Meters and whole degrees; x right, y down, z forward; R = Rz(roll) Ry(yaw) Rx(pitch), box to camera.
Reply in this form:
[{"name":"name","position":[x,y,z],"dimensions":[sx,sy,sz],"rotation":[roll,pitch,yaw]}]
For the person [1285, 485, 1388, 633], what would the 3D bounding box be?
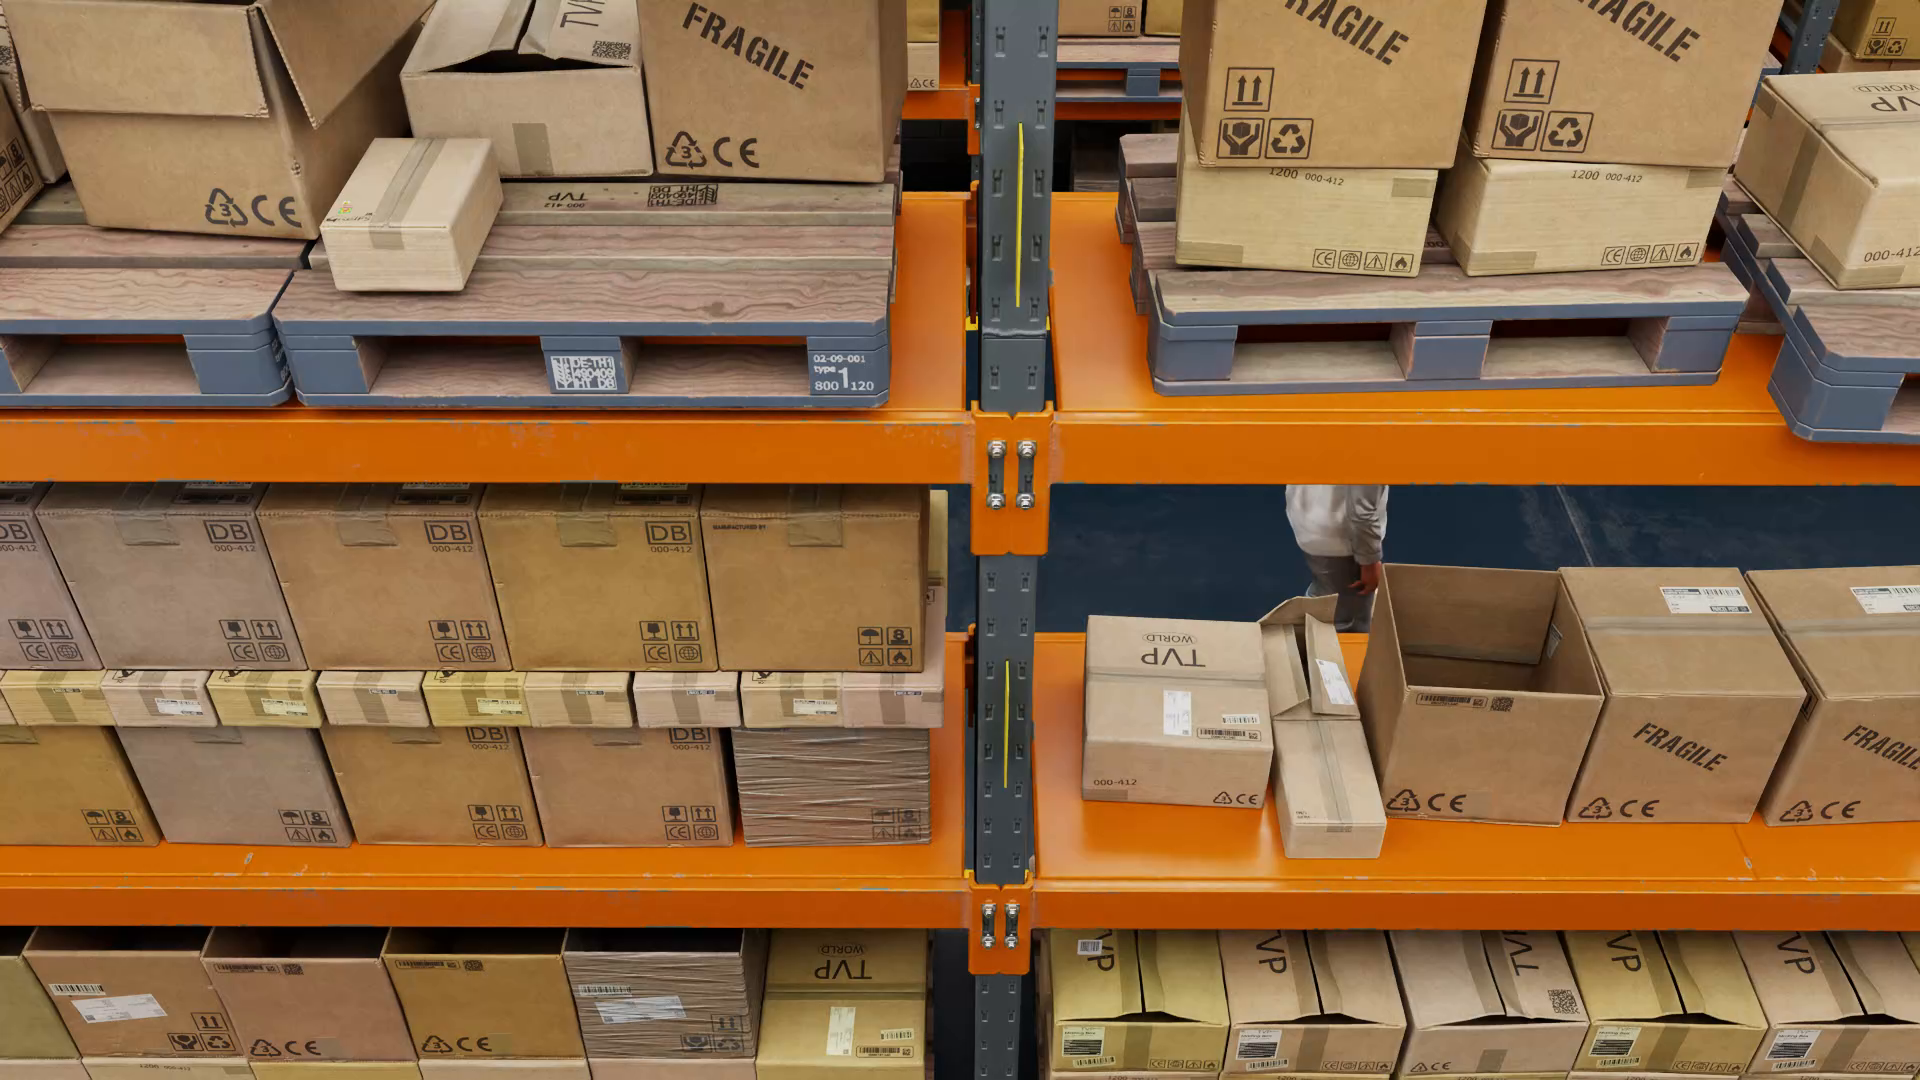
[{"name":"person","position":[1.446,-0.064,6.215],"dimensions":[0.464,1.767,0.589],"rotation":[-2,39,-3]}]
